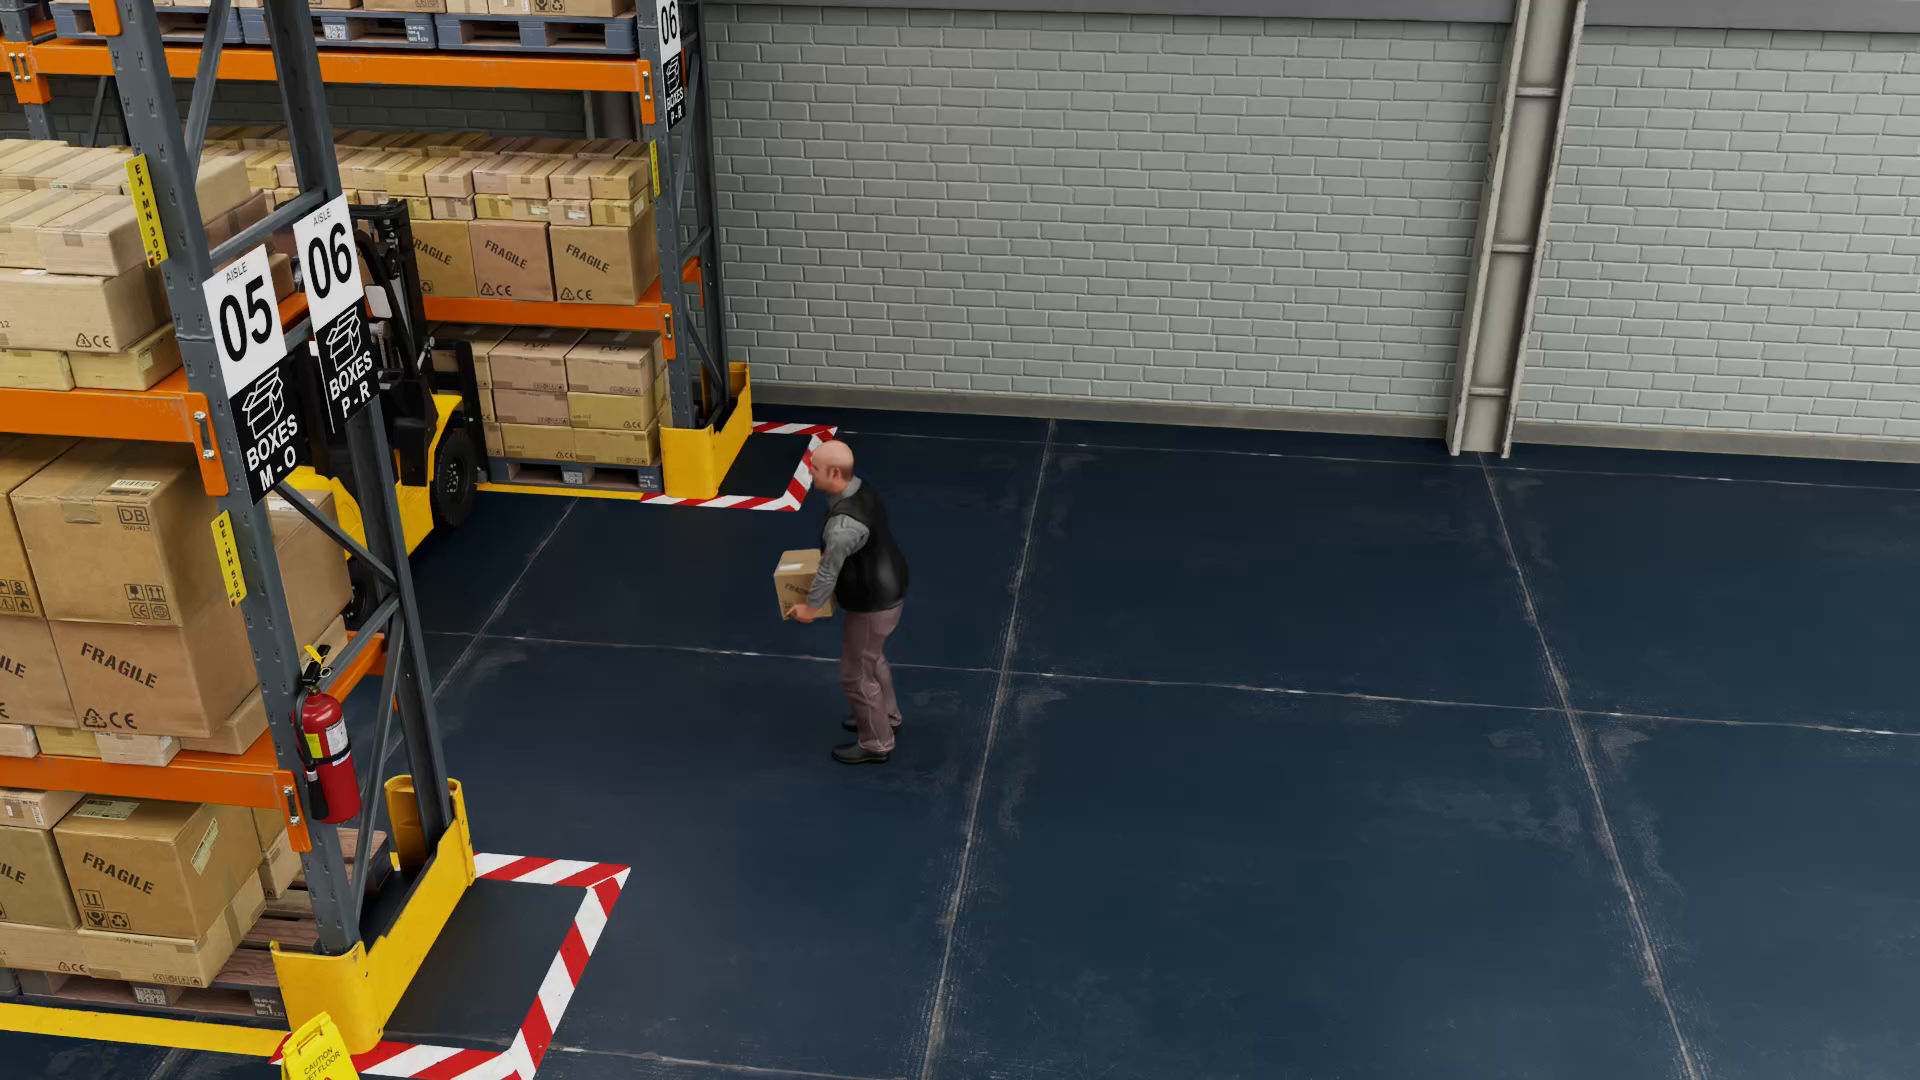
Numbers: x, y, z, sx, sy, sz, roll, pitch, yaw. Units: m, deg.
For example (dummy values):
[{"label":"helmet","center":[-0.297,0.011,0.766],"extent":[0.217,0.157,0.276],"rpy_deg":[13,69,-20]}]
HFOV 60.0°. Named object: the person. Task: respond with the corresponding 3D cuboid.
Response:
[{"label":"person","center":[-0.543,0.296,8.123],"extent":[0.581,1.703,0.486],"rpy_deg":[3,28,5]}]
